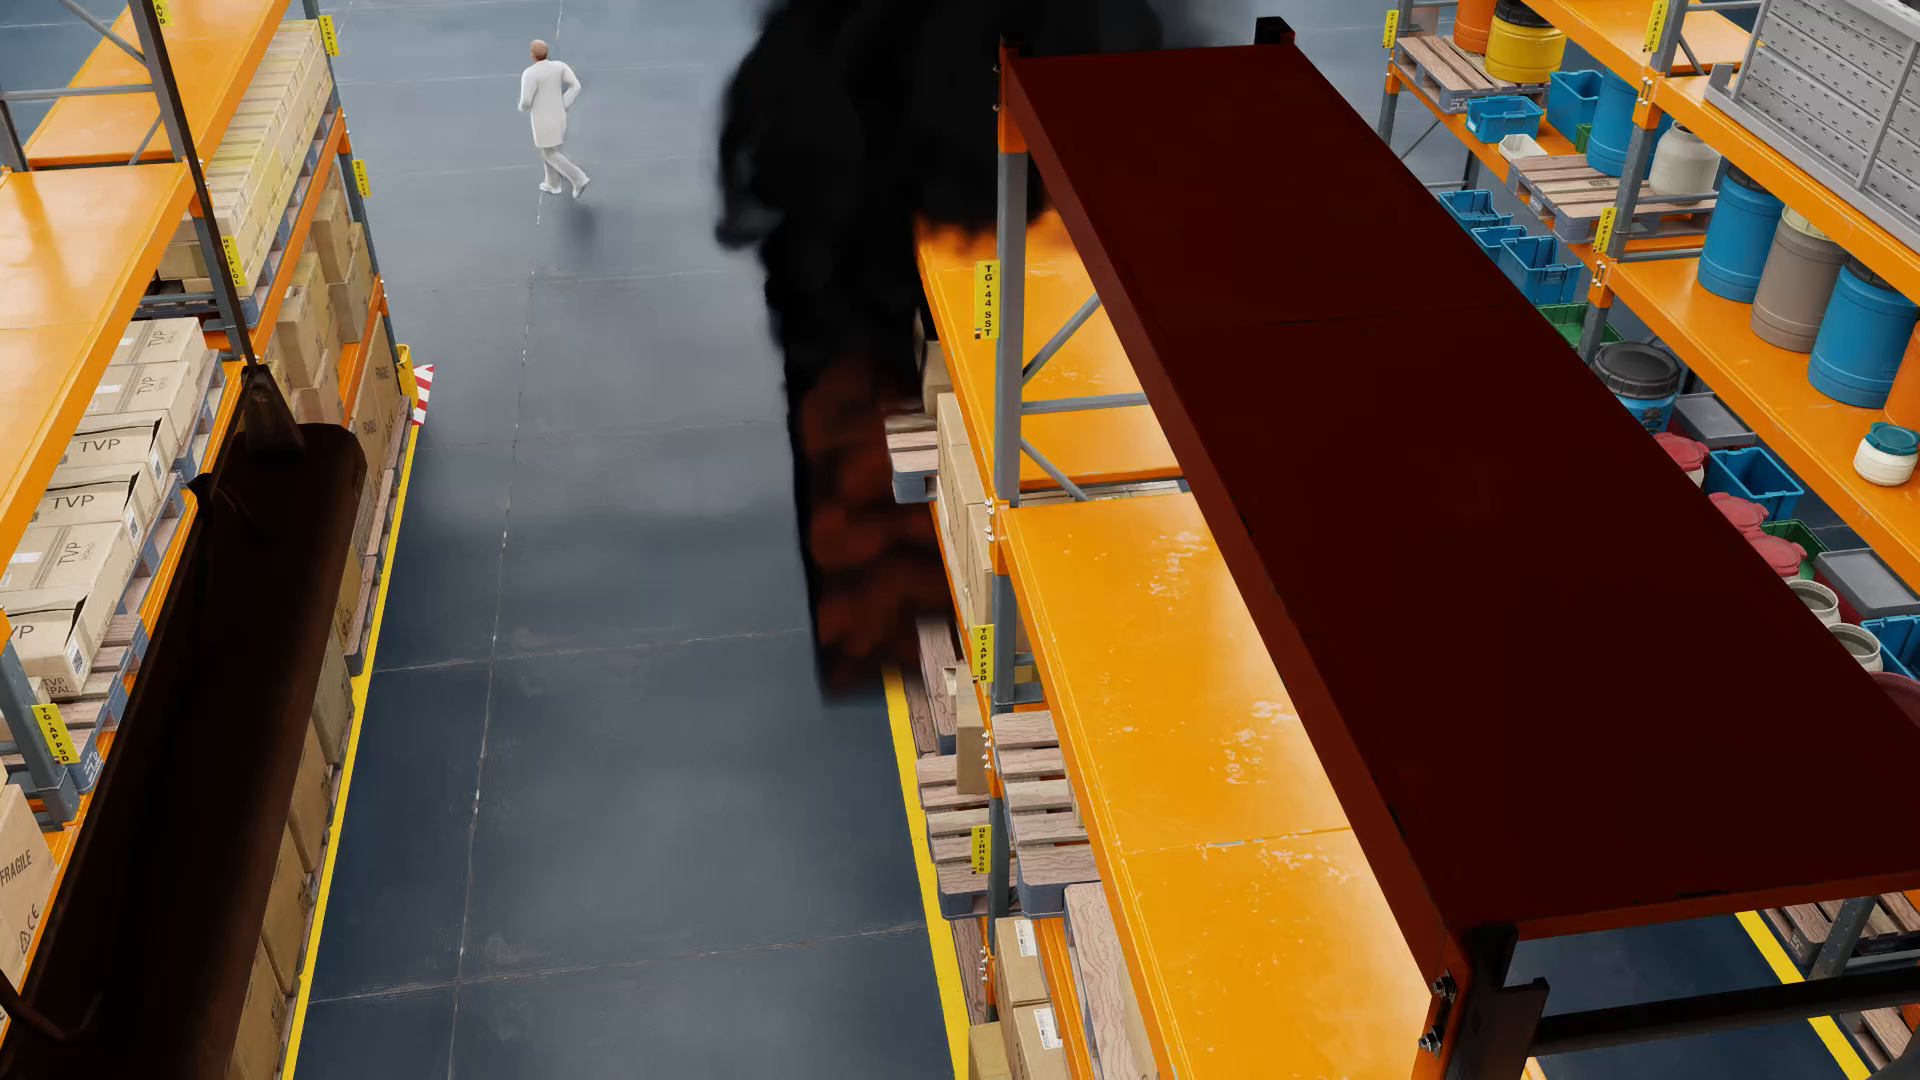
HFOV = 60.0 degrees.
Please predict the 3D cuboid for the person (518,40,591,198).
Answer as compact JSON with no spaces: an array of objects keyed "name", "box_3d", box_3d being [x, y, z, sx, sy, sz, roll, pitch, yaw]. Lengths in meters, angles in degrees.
[{"name":"person","box_3d":[-4.429,-4.542,18.127,0.936,1.783,0.710,24,43,29]}]
